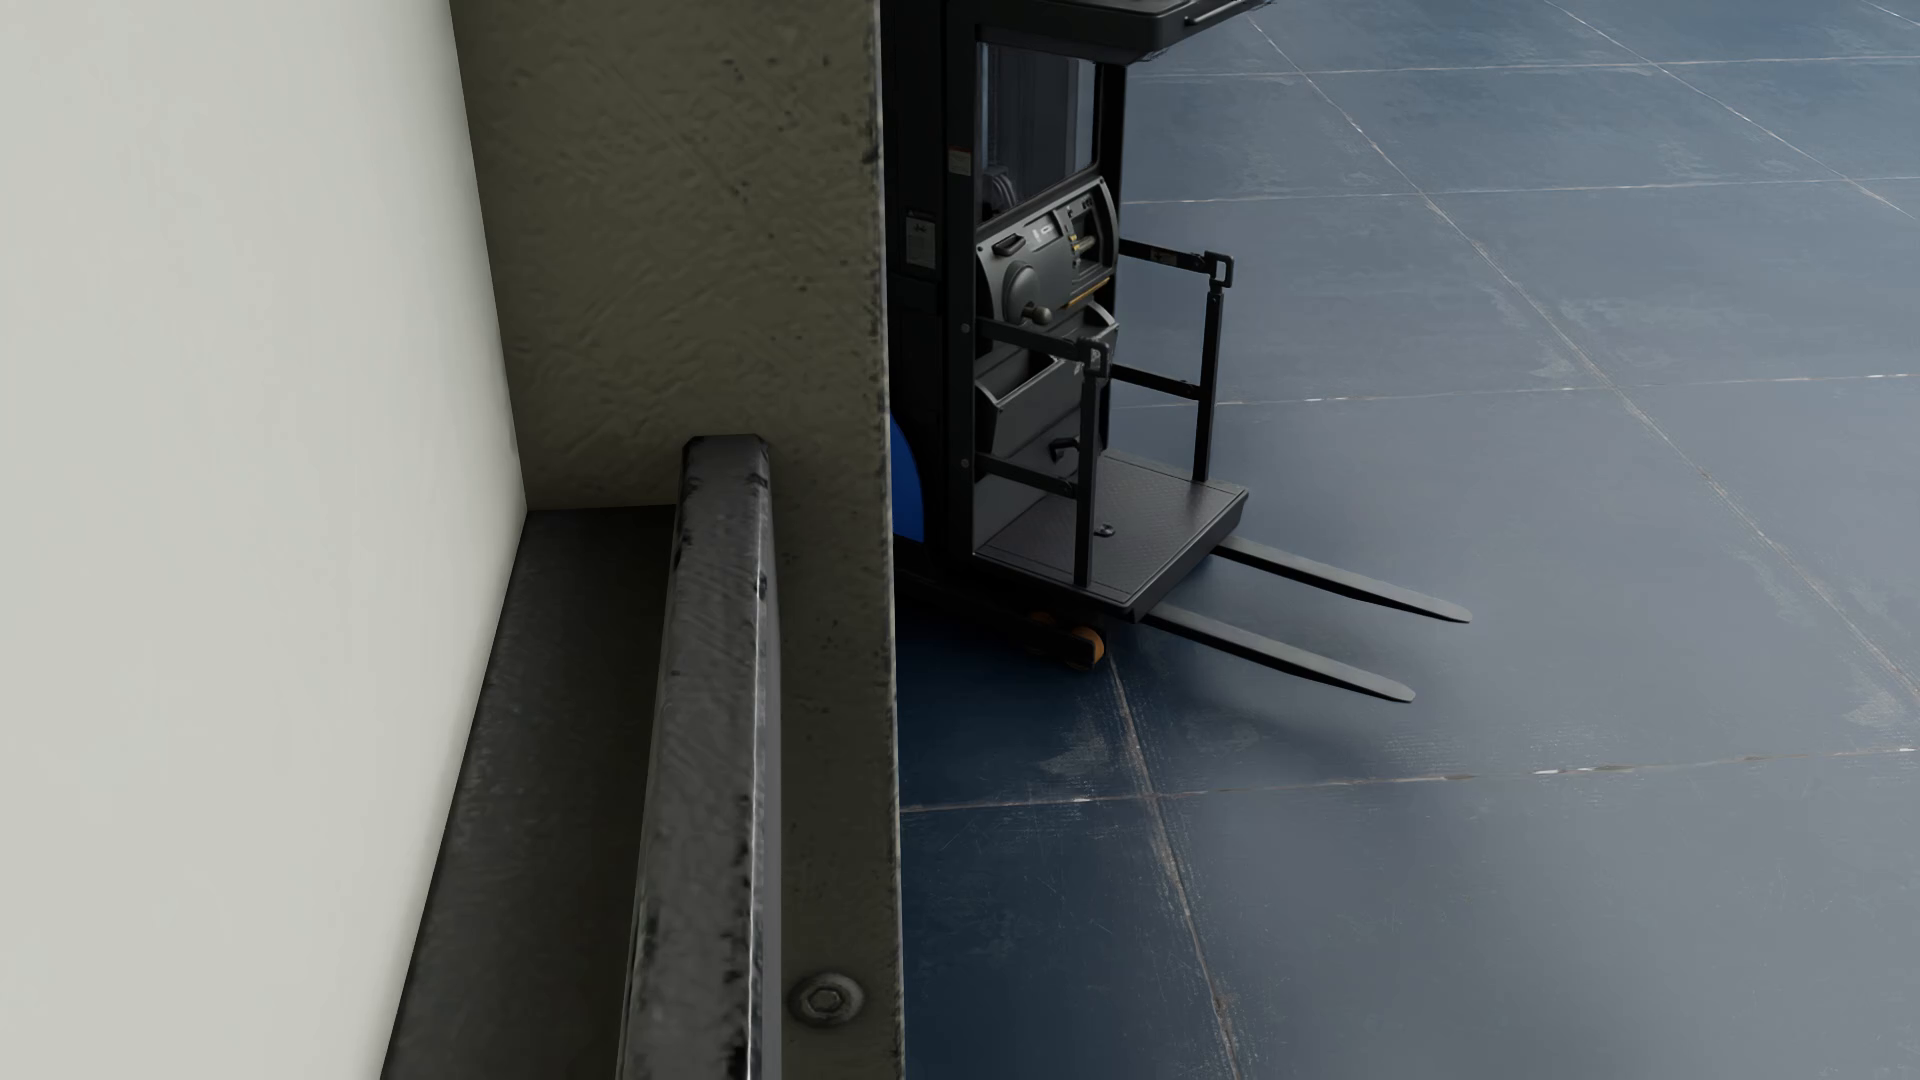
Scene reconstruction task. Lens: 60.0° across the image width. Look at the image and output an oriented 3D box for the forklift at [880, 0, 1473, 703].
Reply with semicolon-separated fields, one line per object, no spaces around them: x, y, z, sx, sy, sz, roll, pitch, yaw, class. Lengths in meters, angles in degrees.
0.513;-1.067;6.178;3.031;2.935;1.130;19;36;28;forklift
